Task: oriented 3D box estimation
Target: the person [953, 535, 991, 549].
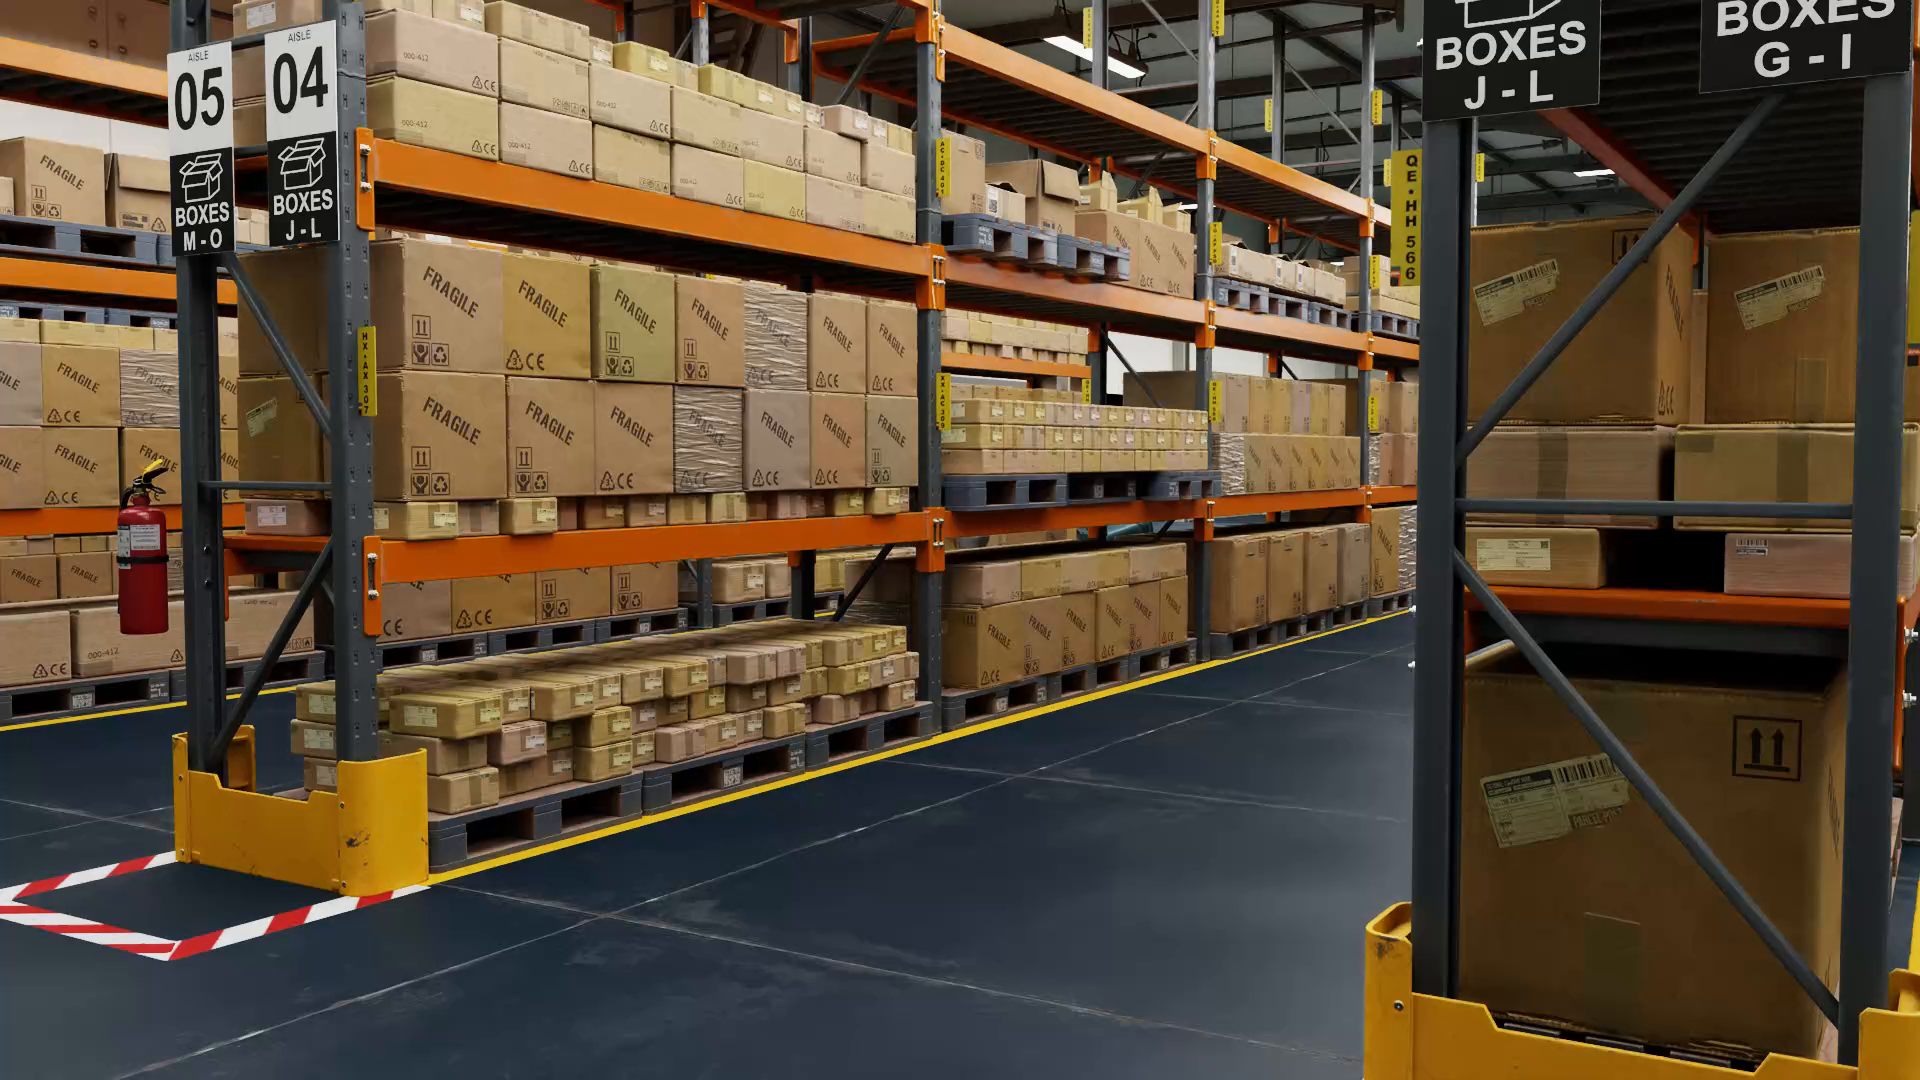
[{"bbox_3d":[0.082,-0.084,16.713,0.530,1.696,0.566,2,3,31],"label":"person"}]
